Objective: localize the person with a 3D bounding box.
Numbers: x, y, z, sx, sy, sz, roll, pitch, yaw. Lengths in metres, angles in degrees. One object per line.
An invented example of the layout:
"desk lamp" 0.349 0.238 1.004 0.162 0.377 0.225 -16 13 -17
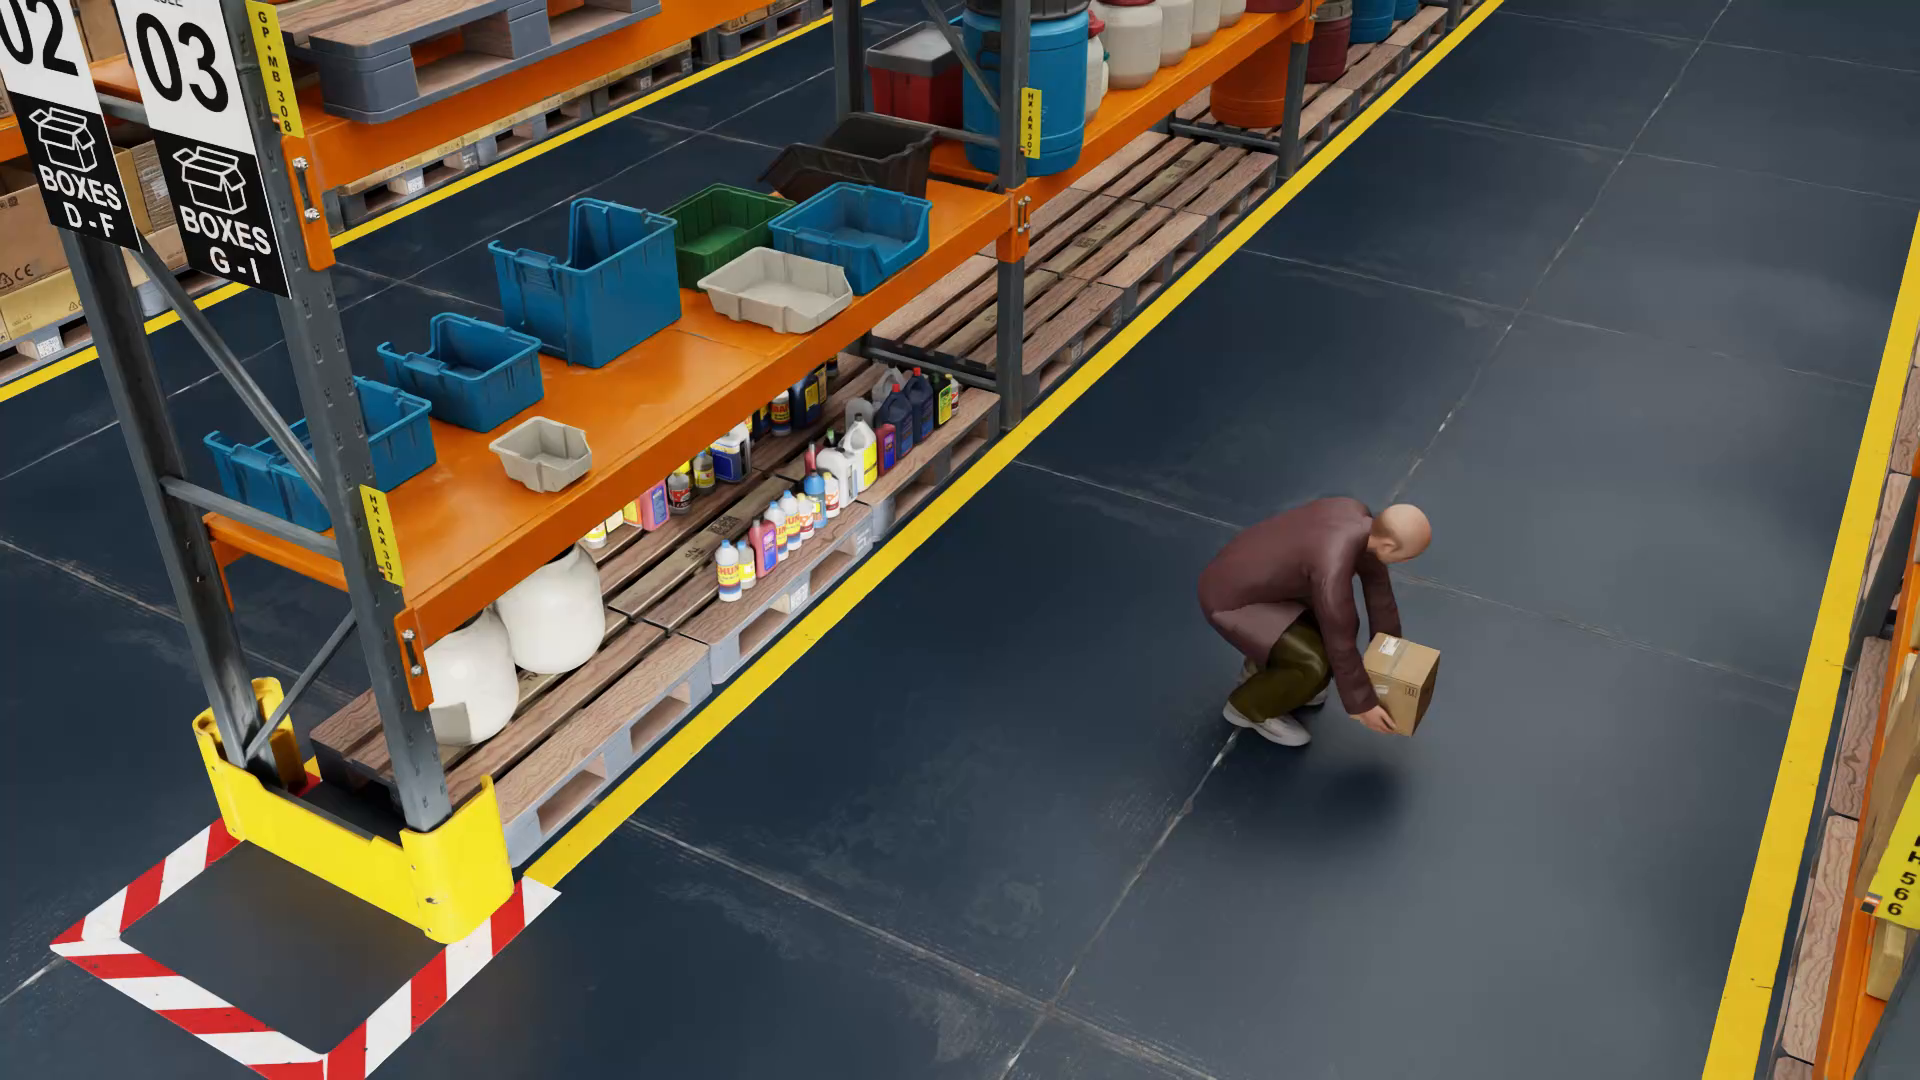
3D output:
"person" 1.349 0.266 6.408 0.884 1.056 0.609 18 38 25
